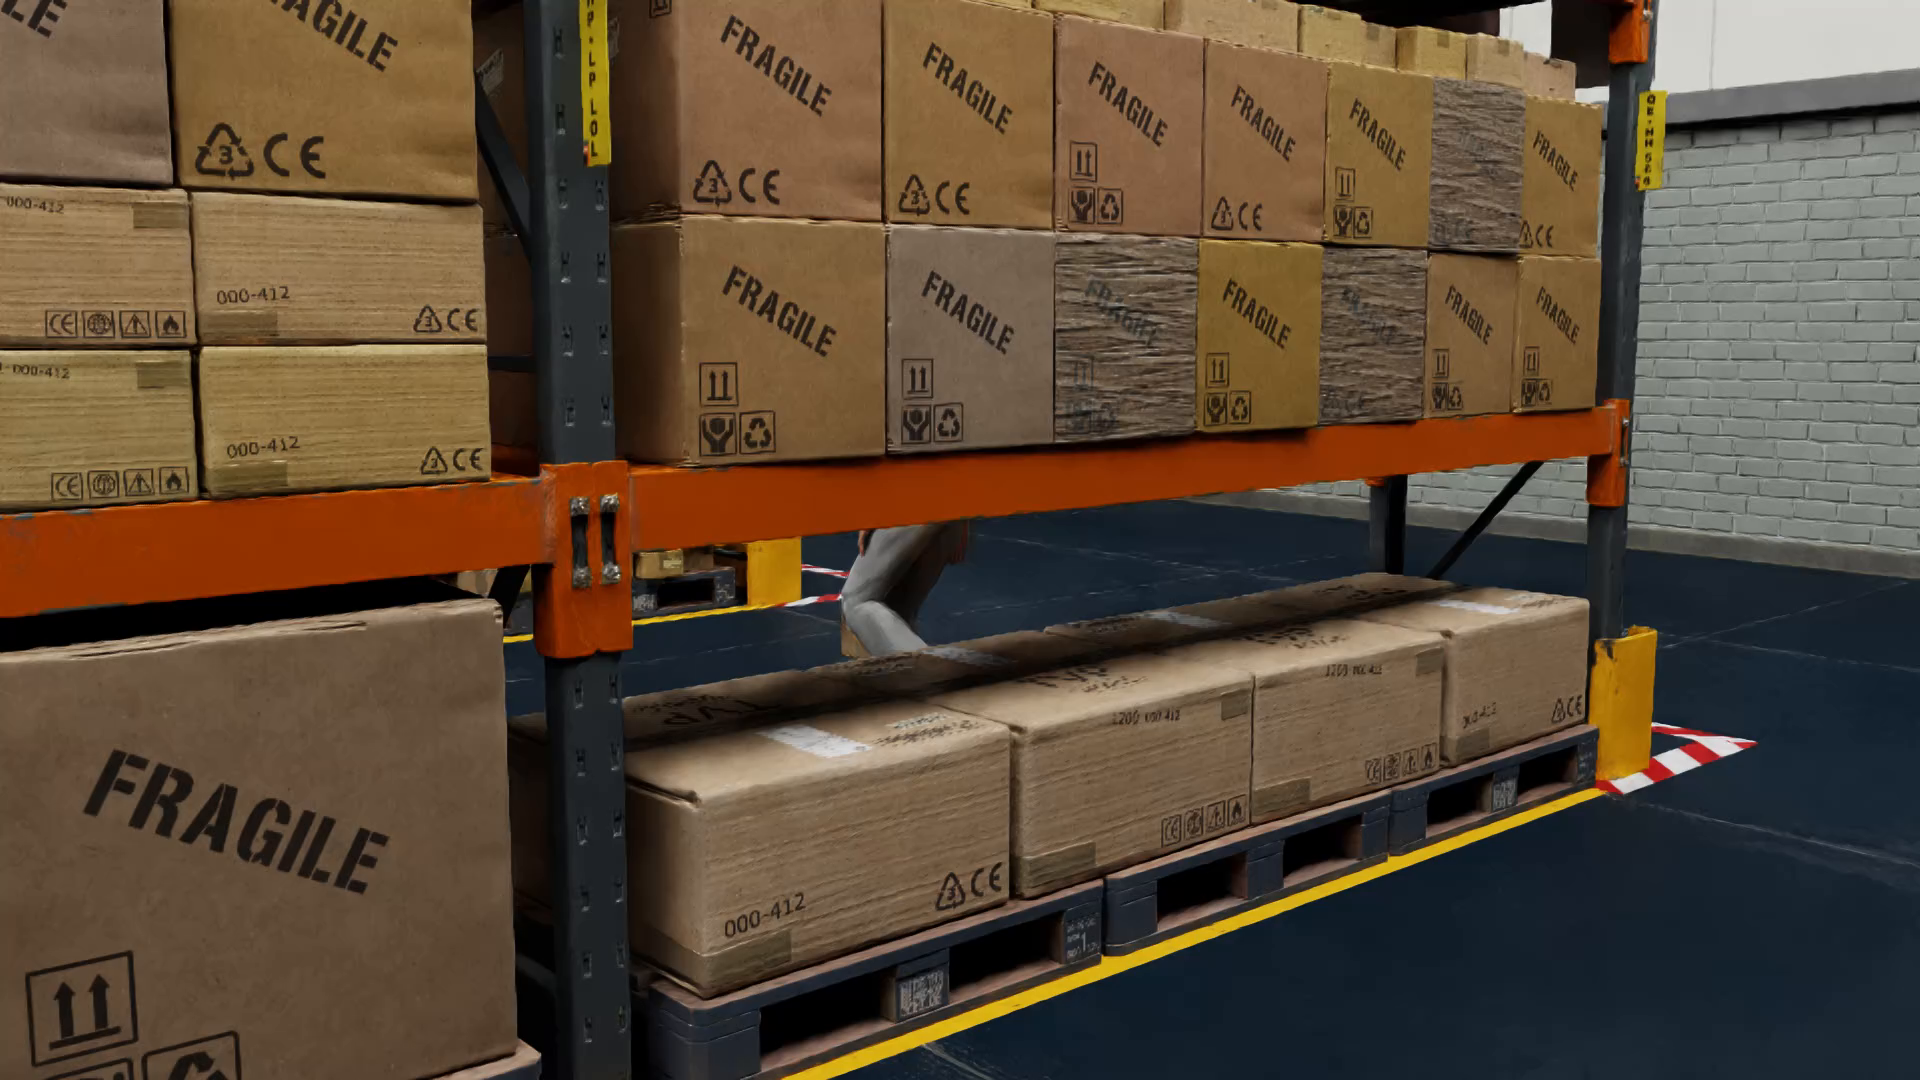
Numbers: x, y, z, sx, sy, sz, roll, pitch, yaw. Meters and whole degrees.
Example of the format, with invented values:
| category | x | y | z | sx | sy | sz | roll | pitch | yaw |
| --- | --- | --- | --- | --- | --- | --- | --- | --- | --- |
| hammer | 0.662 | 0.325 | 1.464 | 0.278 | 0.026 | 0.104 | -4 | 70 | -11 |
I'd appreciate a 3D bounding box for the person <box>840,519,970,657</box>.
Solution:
| category | x | y | z | sx | sy | sz | roll | pitch | yaw |
| --- | --- | --- | --- | --- | --- | --- | --- | --- | --- |
| person | -0.146 | -0.052 | 6.371 | 0.567 | 1.623 | 0.531 | 7 | 10 | 41 |
